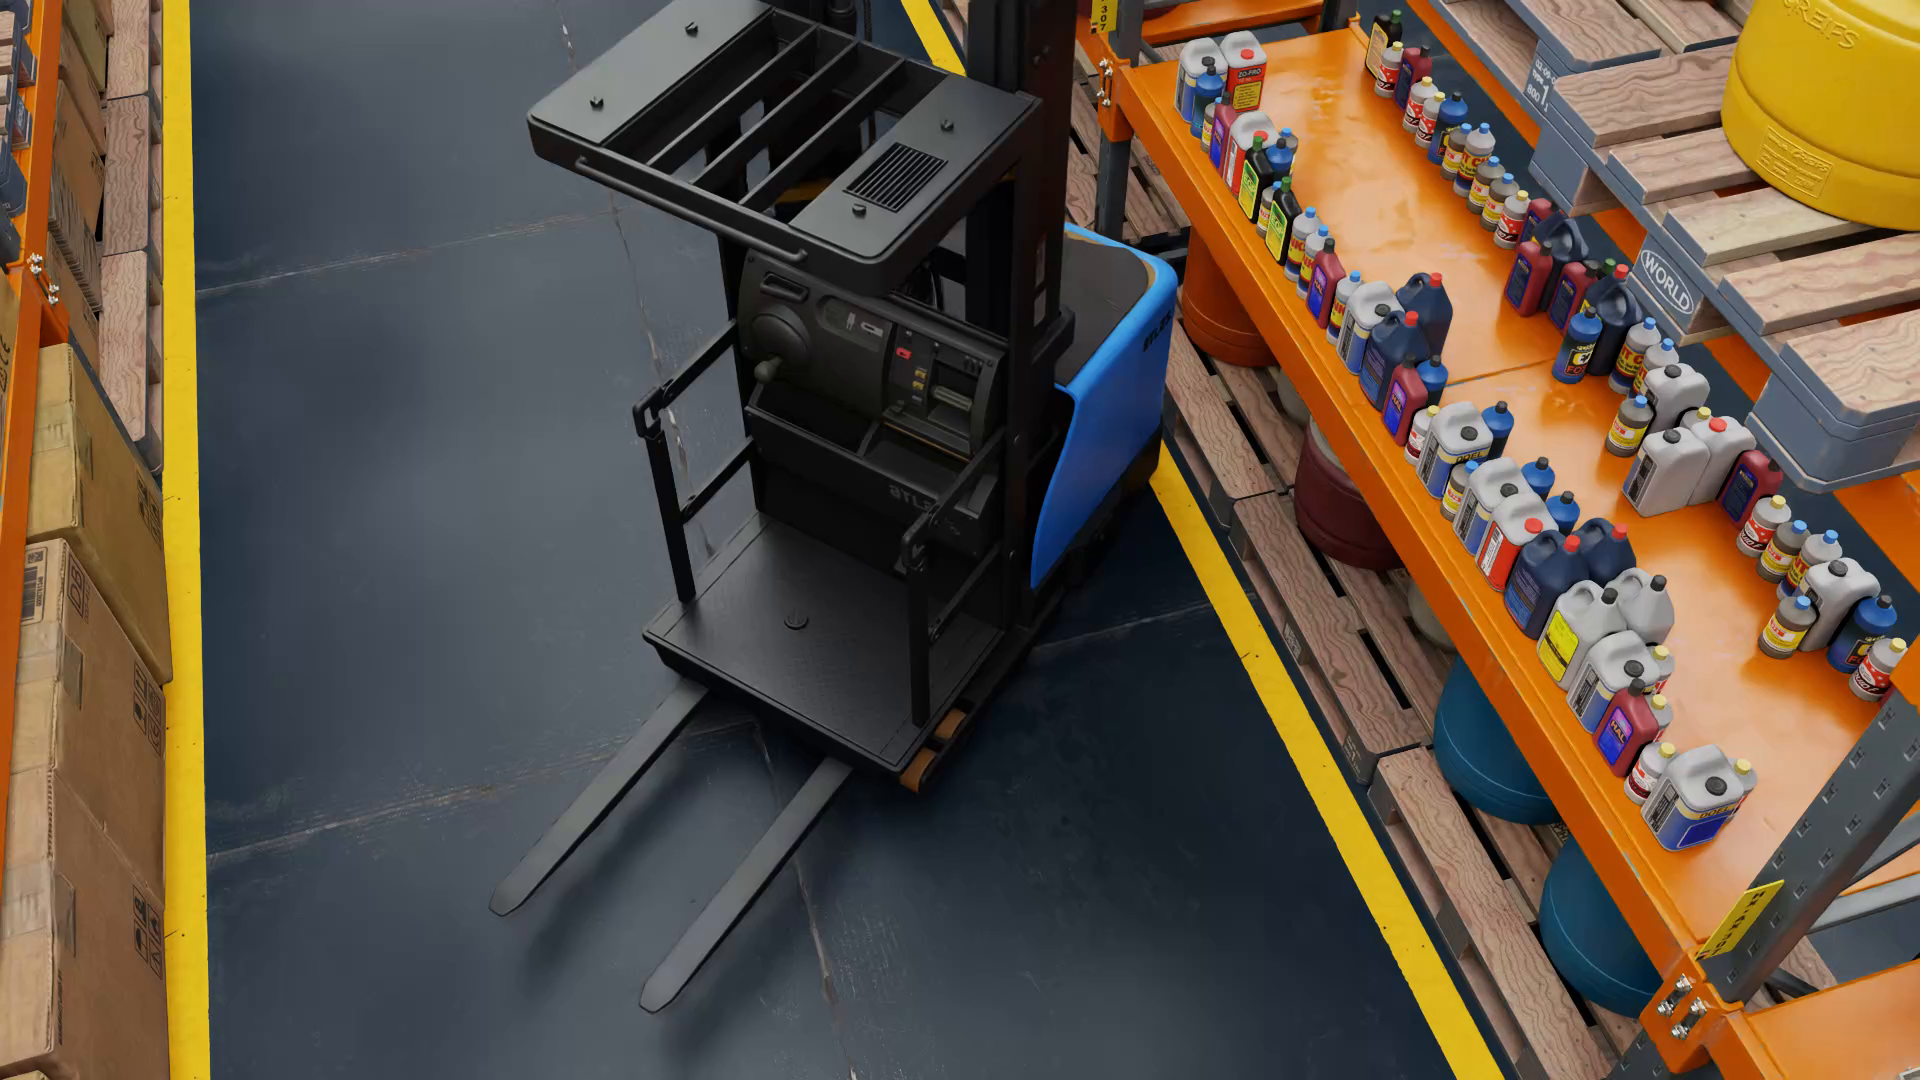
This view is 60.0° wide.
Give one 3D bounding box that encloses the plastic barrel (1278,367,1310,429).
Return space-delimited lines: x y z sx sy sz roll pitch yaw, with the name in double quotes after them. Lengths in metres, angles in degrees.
1.479 -0.697 6.518 0.421 0.512 0.421 0 50 0 "plastic barrel"

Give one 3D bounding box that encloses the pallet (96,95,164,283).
-4.253 -1.551 7.709 1.003 0.211 1.213 -13 51 -11 "pallet"

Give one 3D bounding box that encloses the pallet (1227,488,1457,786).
1.696 0.246 6.195 1.003 0.211 1.213 -13 51 -11 "pallet"

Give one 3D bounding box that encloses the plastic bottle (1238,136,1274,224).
1.018 -1.236 5.696 0.061 0.283 0.133 -13 51 -11 "plastic bottle"

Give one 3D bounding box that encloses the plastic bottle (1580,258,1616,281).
2.025 -0.805 5.333 0.061 0.283 0.133 -13 51 -11 "plastic bottle"

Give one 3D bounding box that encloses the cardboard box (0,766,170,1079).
-2.956 1.366 4.541 1.225 0.875 0.875 -15 51 -12 "cardboard box"

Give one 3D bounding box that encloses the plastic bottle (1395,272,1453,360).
1.444 -0.706 5.205 0.144 0.351 0.185 -13 51 -11 "plastic bottle"

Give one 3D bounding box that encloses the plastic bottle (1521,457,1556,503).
1.640 -0.136 4.777 0.097 0.271 0.097 0 50 0 "plastic bottle"

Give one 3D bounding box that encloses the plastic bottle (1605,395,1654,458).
2.020 -0.352 5.004 0.097 0.201 0.097 0 50 0 "plastic bottle"

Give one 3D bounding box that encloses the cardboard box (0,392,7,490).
-3.141 -0.352 4.809 0.500 0.500 0.500 -14 51 -11 "cardboard box"

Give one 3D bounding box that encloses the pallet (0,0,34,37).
-4.290 -2.364 6.696 1.003 0.211 1.213 -13 51 -11 "pallet"

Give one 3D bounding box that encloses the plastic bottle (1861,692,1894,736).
2.442 0.468 4.215 0.144 0.351 0.185 -13 51 -11 "plastic bottle"

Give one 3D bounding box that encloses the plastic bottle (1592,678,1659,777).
1.711 0.477 4.252 0.061 0.283 0.133 -13 51 -11 "plastic bottle"

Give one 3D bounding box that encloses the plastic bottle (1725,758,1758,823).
1.937 0.620 4.185 0.097 0.201 0.097 0 50 0 "plastic bottle"

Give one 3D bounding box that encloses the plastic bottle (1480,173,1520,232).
1.850 -1.162 5.688 0.097 0.201 0.097 0 50 0 "plastic bottle"

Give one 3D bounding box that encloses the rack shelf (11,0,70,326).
-4.257 -2.218 6.918 1.077 0.370 4.000 -13 51 -11 "rack shelf"

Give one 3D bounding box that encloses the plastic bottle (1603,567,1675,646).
1.802 0.198 4.443 0.144 0.351 0.185 -13 51 -11 "plastic bottle"

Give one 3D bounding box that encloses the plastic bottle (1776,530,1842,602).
2.359 0.072 4.602 0.097 0.271 0.097 0 50 0 "plastic bottle"

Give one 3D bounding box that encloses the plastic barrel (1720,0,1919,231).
1.785 -0.971 3.037 0.600 0.588 0.600 0 50 0 "plastic barrel"

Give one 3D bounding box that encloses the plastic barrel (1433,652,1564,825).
1.895 0.435 5.309 0.600 0.901 0.708 -13 51 -11 "plastic barrel"

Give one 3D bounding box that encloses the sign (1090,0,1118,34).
0.542 -2.032 6.184 0.100 0.325 0.005 -13 51 -11 "sign"

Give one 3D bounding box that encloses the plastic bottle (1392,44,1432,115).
1.661 -1.704 6.091 0.061 0.283 0.133 -13 51 -11 "plastic bottle"

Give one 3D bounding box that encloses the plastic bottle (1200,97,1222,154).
0.922 -1.494 5.967 0.097 0.201 0.097 0 50 0 "plastic bottle"

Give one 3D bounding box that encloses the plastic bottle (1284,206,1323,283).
1.137 -0.984 5.491 0.097 0.271 0.097 0 50 0 "plastic bottle"

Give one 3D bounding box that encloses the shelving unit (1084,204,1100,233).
0.385 -0.983 6.774 0.210 0.900 0.258 30 55 24 "shelving unit"

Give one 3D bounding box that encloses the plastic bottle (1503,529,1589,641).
1.609 0.096 4.529 0.144 0.351 0.185 -13 51 -11 "plastic bottle"

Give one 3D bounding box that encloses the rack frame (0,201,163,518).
-3.666 -0.989 5.412 1.000 3.000 0.127 -13 51 -11 "rack frame"

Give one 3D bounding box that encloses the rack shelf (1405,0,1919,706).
1.657 -1.383 4.253 1.077 0.370 4.000 -13 51 -11 "rack shelf"

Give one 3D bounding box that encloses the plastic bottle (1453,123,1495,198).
1.793 -1.327 5.781 0.097 0.271 0.097 0 50 0 "plastic bottle"

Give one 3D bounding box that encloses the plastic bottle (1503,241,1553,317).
1.848 -0.870 5.388 0.061 0.283 0.133 -13 51 -11 "plastic bottle"

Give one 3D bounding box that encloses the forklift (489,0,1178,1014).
-0.408 -0.480 5.028 1.130 2.935 3.031 26 54 20 "forklift"

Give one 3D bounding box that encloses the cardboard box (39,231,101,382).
-3.883 -0.810 6.608 0.700 0.500 0.500 -16 52 -13 "cardboard box"

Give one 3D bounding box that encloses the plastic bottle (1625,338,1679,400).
2.125 -0.507 5.089 0.097 0.271 0.097 0 50 0 "plastic bottle"

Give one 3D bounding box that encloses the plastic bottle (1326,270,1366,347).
1.234 -0.744 5.289 0.097 0.271 0.097 0 50 0 "plastic bottle"

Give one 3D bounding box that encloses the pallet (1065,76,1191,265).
0.874 -1.785 7.906 1.003 0.211 1.213 -13 51 -11 "pallet"

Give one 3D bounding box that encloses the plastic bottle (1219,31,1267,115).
1.030 -1.714 6.104 0.152 0.276 0.135 -13 51 -11 "plastic bottle"

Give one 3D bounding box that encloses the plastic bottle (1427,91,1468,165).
1.735 -1.469 5.901 0.097 0.271 0.097 0 50 0 "plastic bottle"

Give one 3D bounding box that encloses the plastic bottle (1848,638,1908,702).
2.457 0.335 4.426 0.097 0.201 0.097 0 50 0 "plastic bottle"

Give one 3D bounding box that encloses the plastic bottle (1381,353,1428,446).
1.346 -0.426 5.013 0.061 0.283 0.133 -13 51 -11 "plastic bottle"

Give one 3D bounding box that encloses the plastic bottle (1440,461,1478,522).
1.466 -0.150 4.834 0.097 0.201 0.097 0 50 0 "plastic bottle"

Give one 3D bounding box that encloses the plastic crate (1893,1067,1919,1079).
2.250 1.250 3.657 0.396 0.136 0.243 -13 51 -11 "plastic crate"

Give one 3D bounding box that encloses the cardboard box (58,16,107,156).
-4.399 -2.032 7.638 0.700 0.500 0.500 -17 52 -14 "cardboard box"
